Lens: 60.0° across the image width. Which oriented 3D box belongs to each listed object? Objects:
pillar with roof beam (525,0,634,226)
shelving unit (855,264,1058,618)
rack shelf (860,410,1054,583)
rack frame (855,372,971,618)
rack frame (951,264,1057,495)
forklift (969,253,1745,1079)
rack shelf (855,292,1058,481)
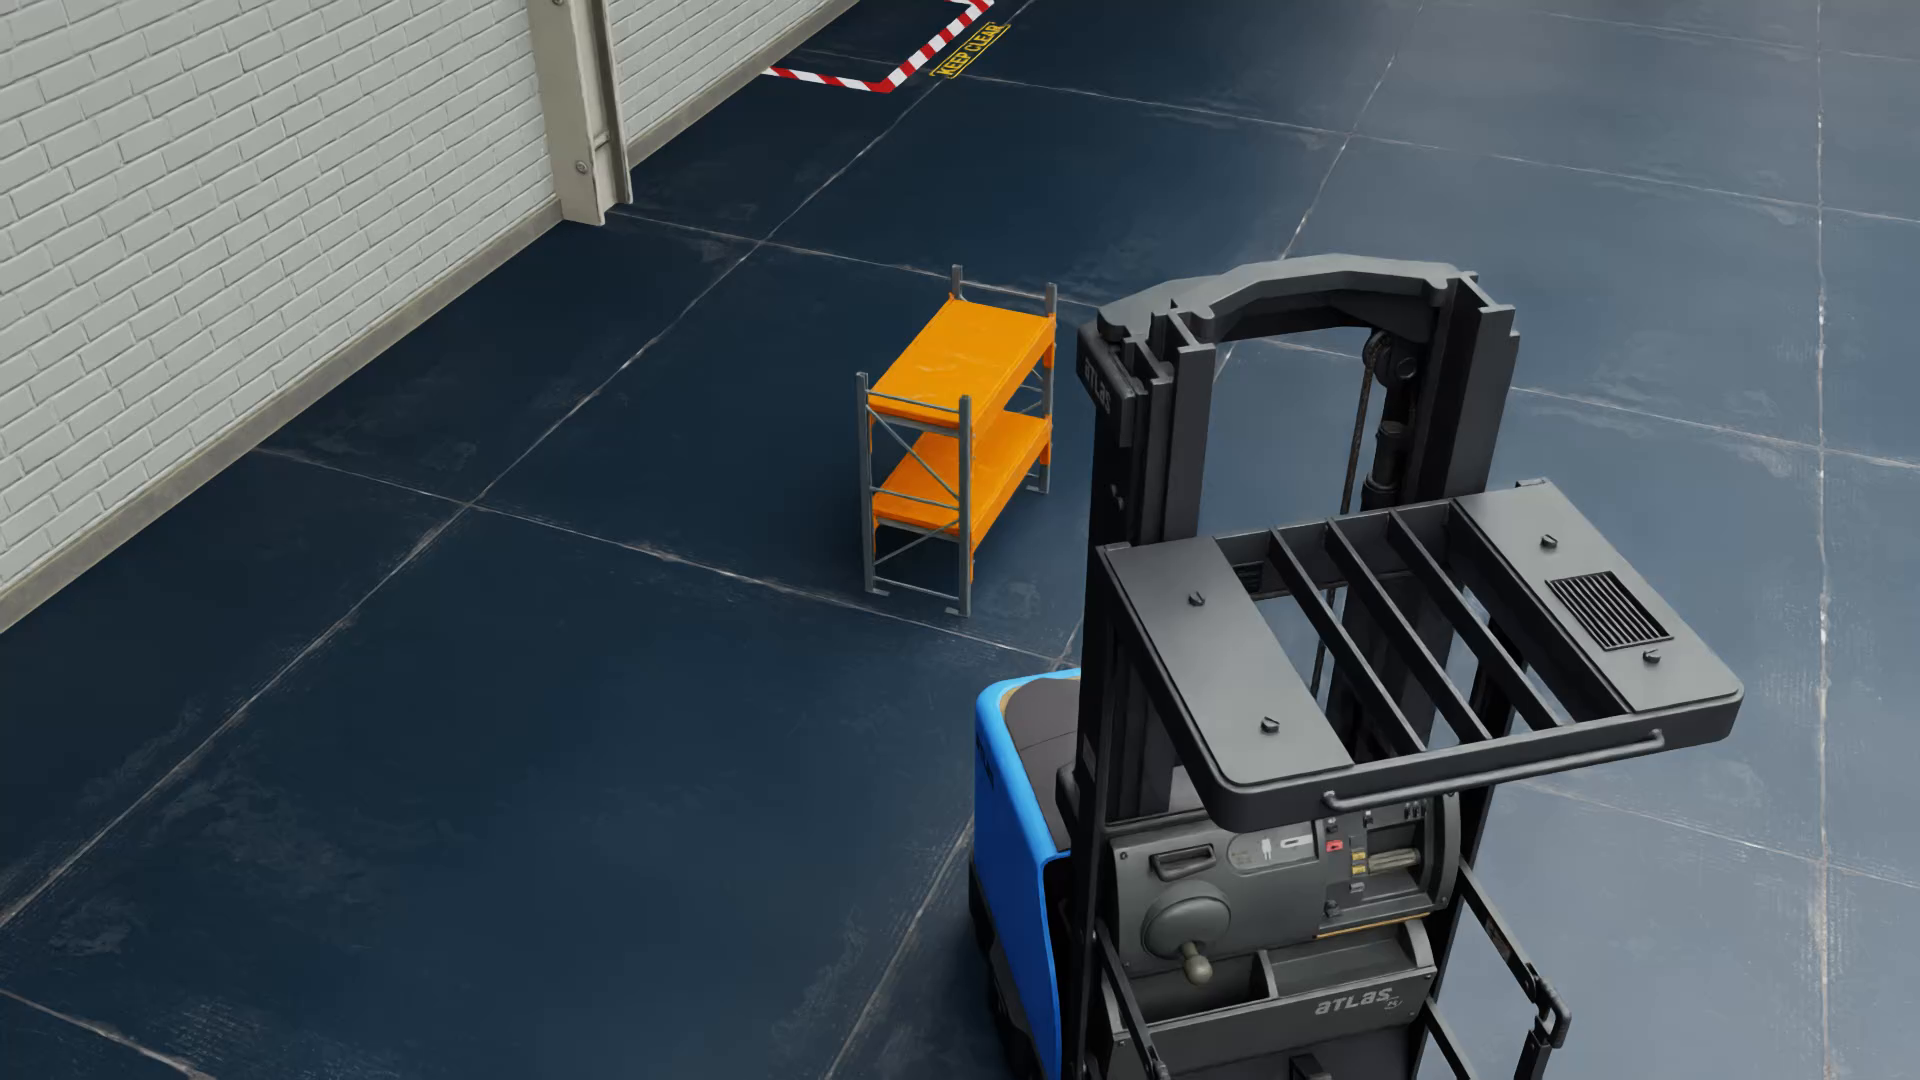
[{"bbox_3d":[1.674,-4.724,6.554,9.100,9.000,0.400,14,39,18],"label":"pillar with roof beam"},{"bbox_3d":[0.003,-0.454,7.418,0.538,1.125,1.048,14,39,18],"label":"shelving unit"},{"bbox_3d":[0.003,-0.258,7.565,0.538,0.278,1.000,14,39,18],"label":"rack shelf"},{"bbox_3d":[-0.191,-0.173,7.042,0.500,1.125,0.032,14,39,18],"label":"rack frame"},{"bbox_3d":[0.196,-0.736,7.795,0.500,1.125,0.032,14,39,18],"label":"rack frame"},{"bbox_3d":[0.890,0.933,4.053,1.130,2.935,3.031,-9,38,-11],"label":"forklift"},{"bbox_3d":[0.003,-0.689,7.243,0.538,0.278,1.000,14,39,18],"label":"rack shelf"}]
